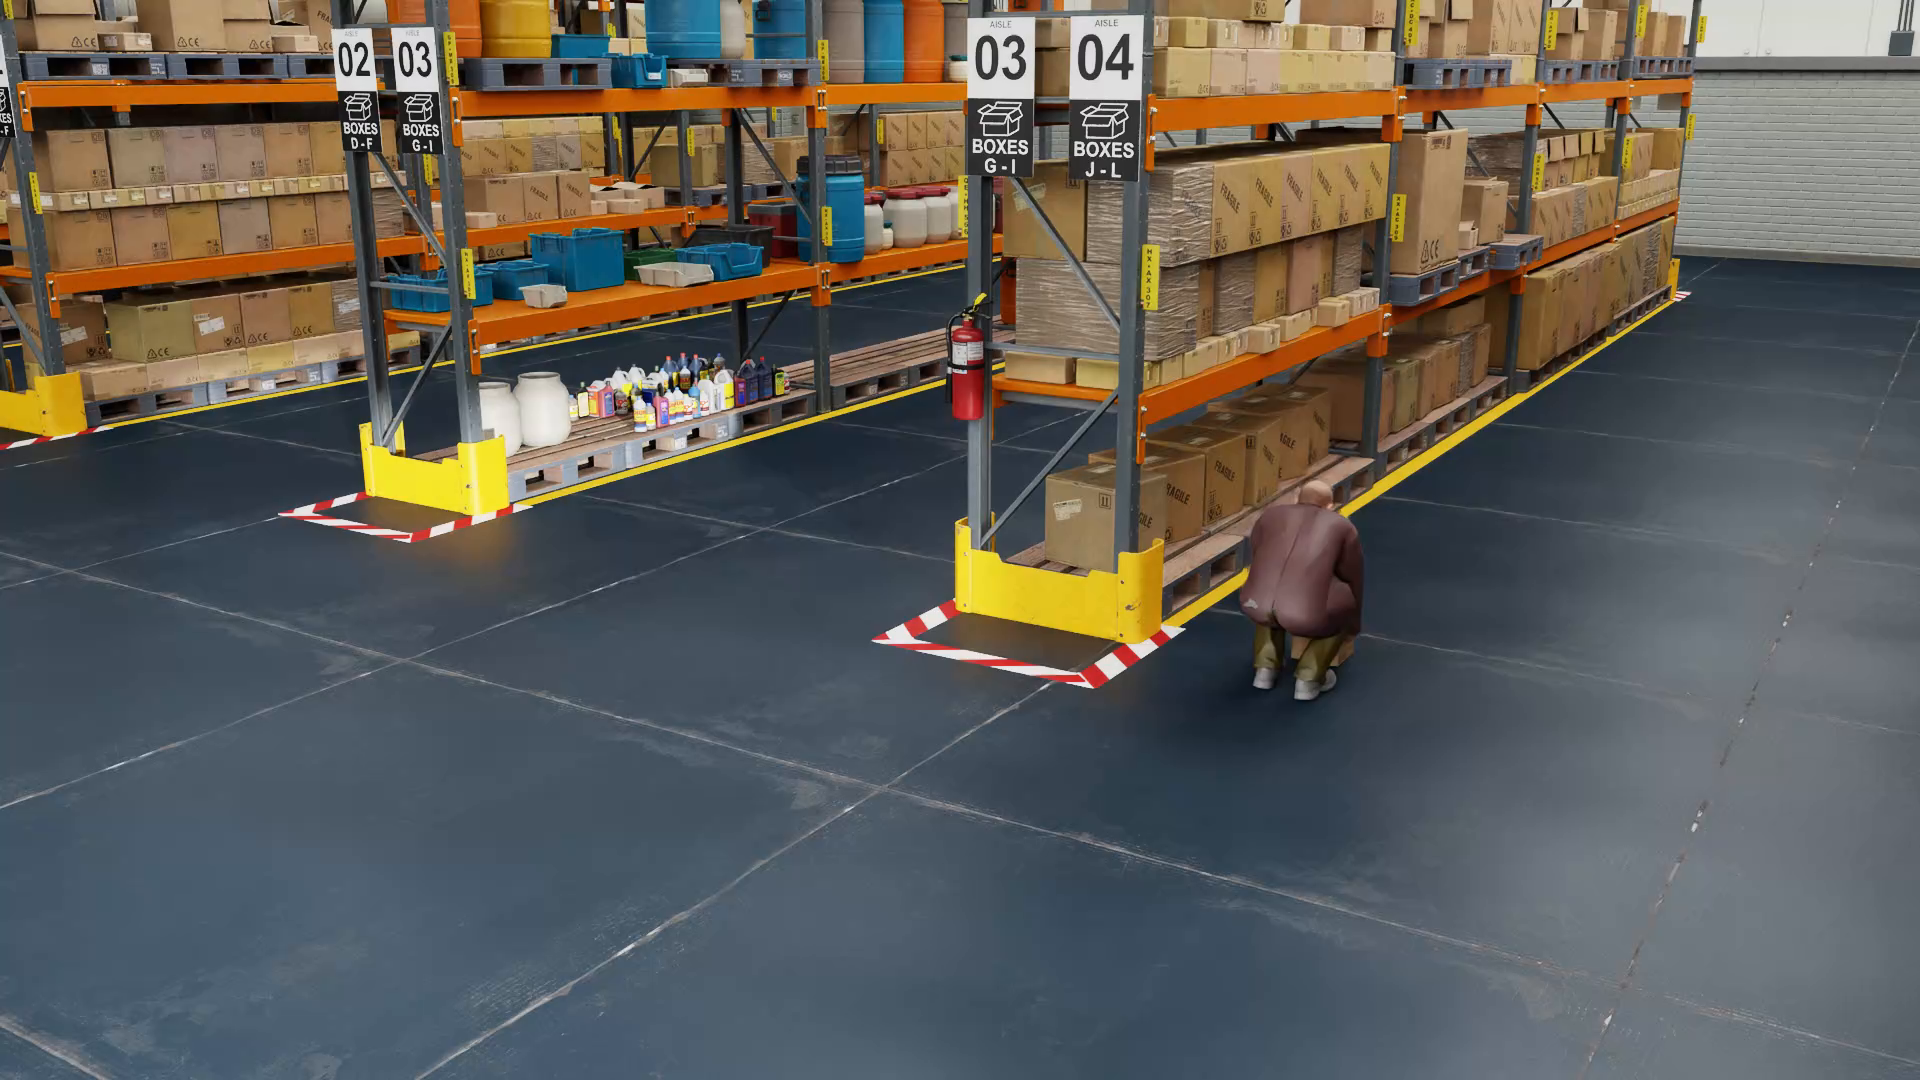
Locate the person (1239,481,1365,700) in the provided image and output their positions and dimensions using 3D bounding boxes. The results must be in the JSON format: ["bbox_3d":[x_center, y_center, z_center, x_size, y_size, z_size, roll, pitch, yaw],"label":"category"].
[{"bbox_3d":[1.685,0.238,8.241,0.609,0.947,0.909,9,18,30],"label":"person"}]
